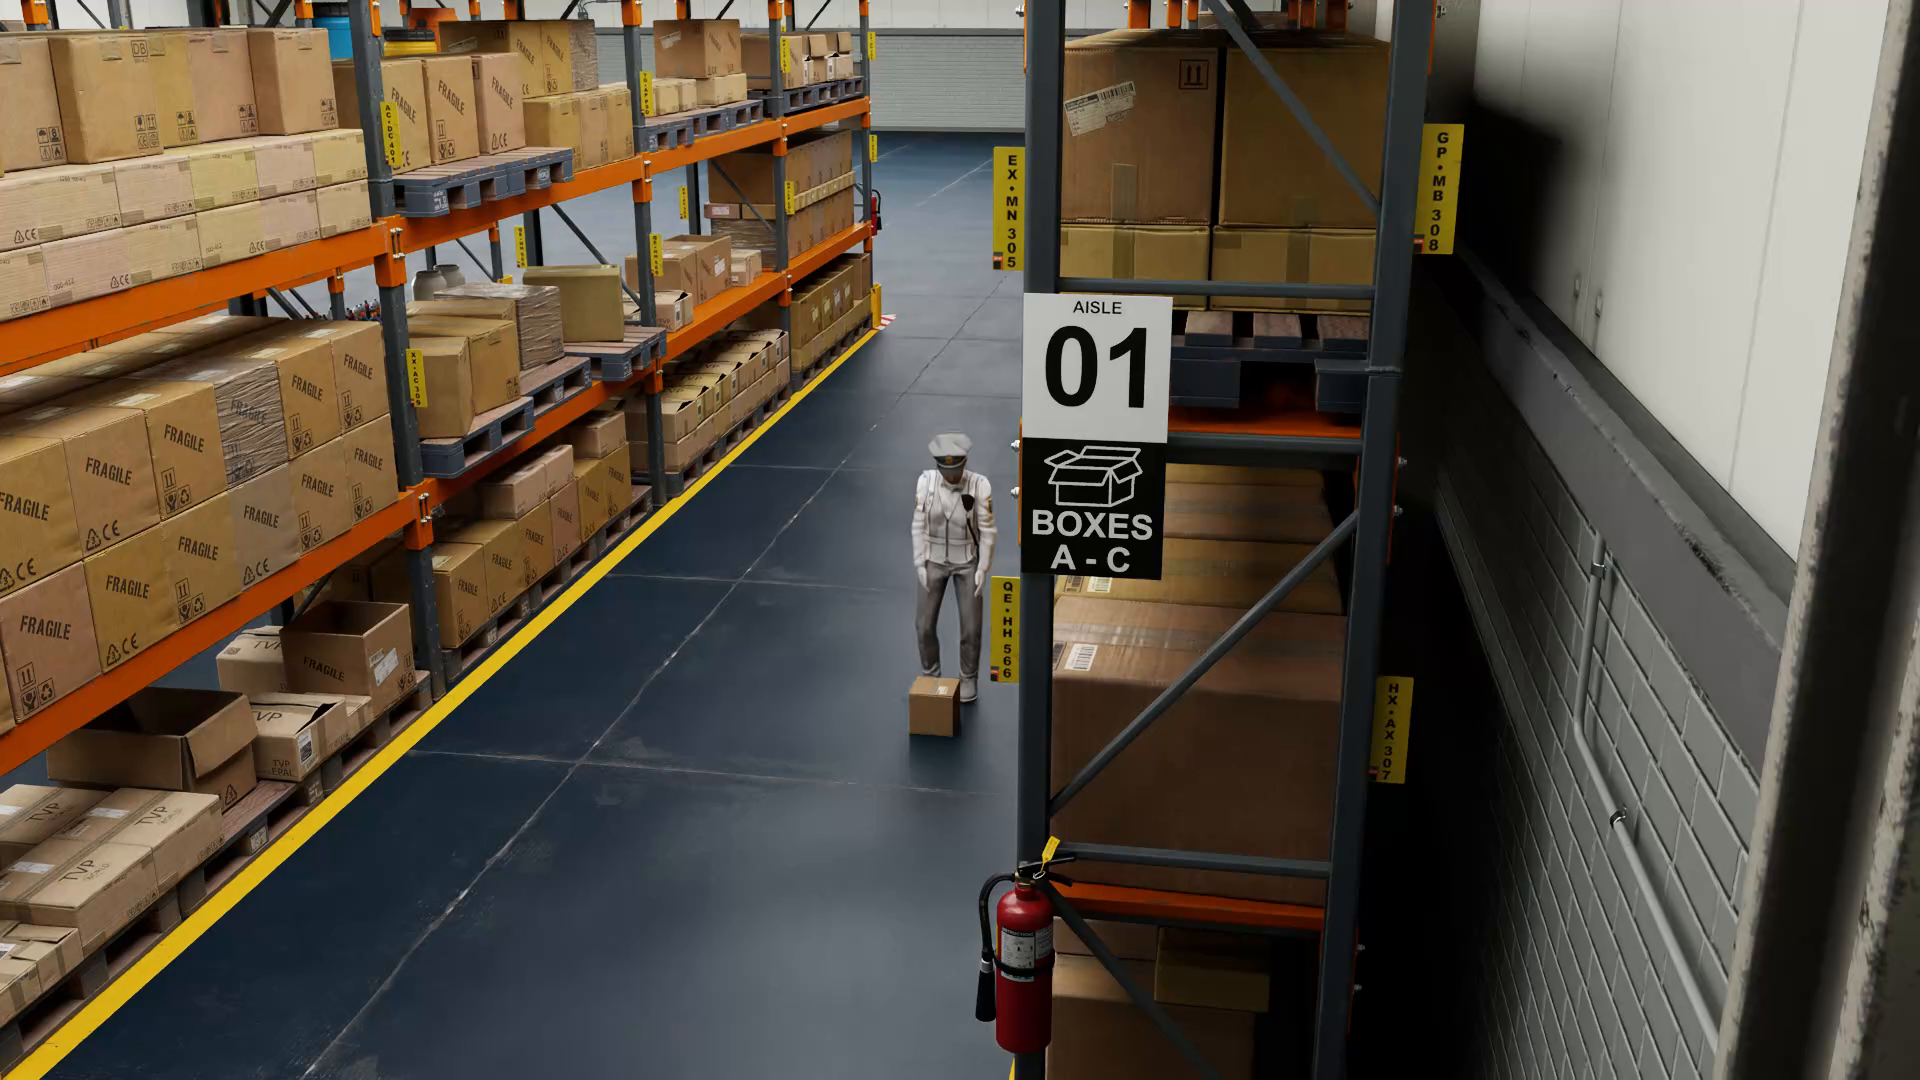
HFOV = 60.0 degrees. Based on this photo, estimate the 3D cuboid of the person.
[{"bbox_3d":[-0.037,0.162,9.654,0.504,1.616,0.465,3,18,10],"label":"person"}]
